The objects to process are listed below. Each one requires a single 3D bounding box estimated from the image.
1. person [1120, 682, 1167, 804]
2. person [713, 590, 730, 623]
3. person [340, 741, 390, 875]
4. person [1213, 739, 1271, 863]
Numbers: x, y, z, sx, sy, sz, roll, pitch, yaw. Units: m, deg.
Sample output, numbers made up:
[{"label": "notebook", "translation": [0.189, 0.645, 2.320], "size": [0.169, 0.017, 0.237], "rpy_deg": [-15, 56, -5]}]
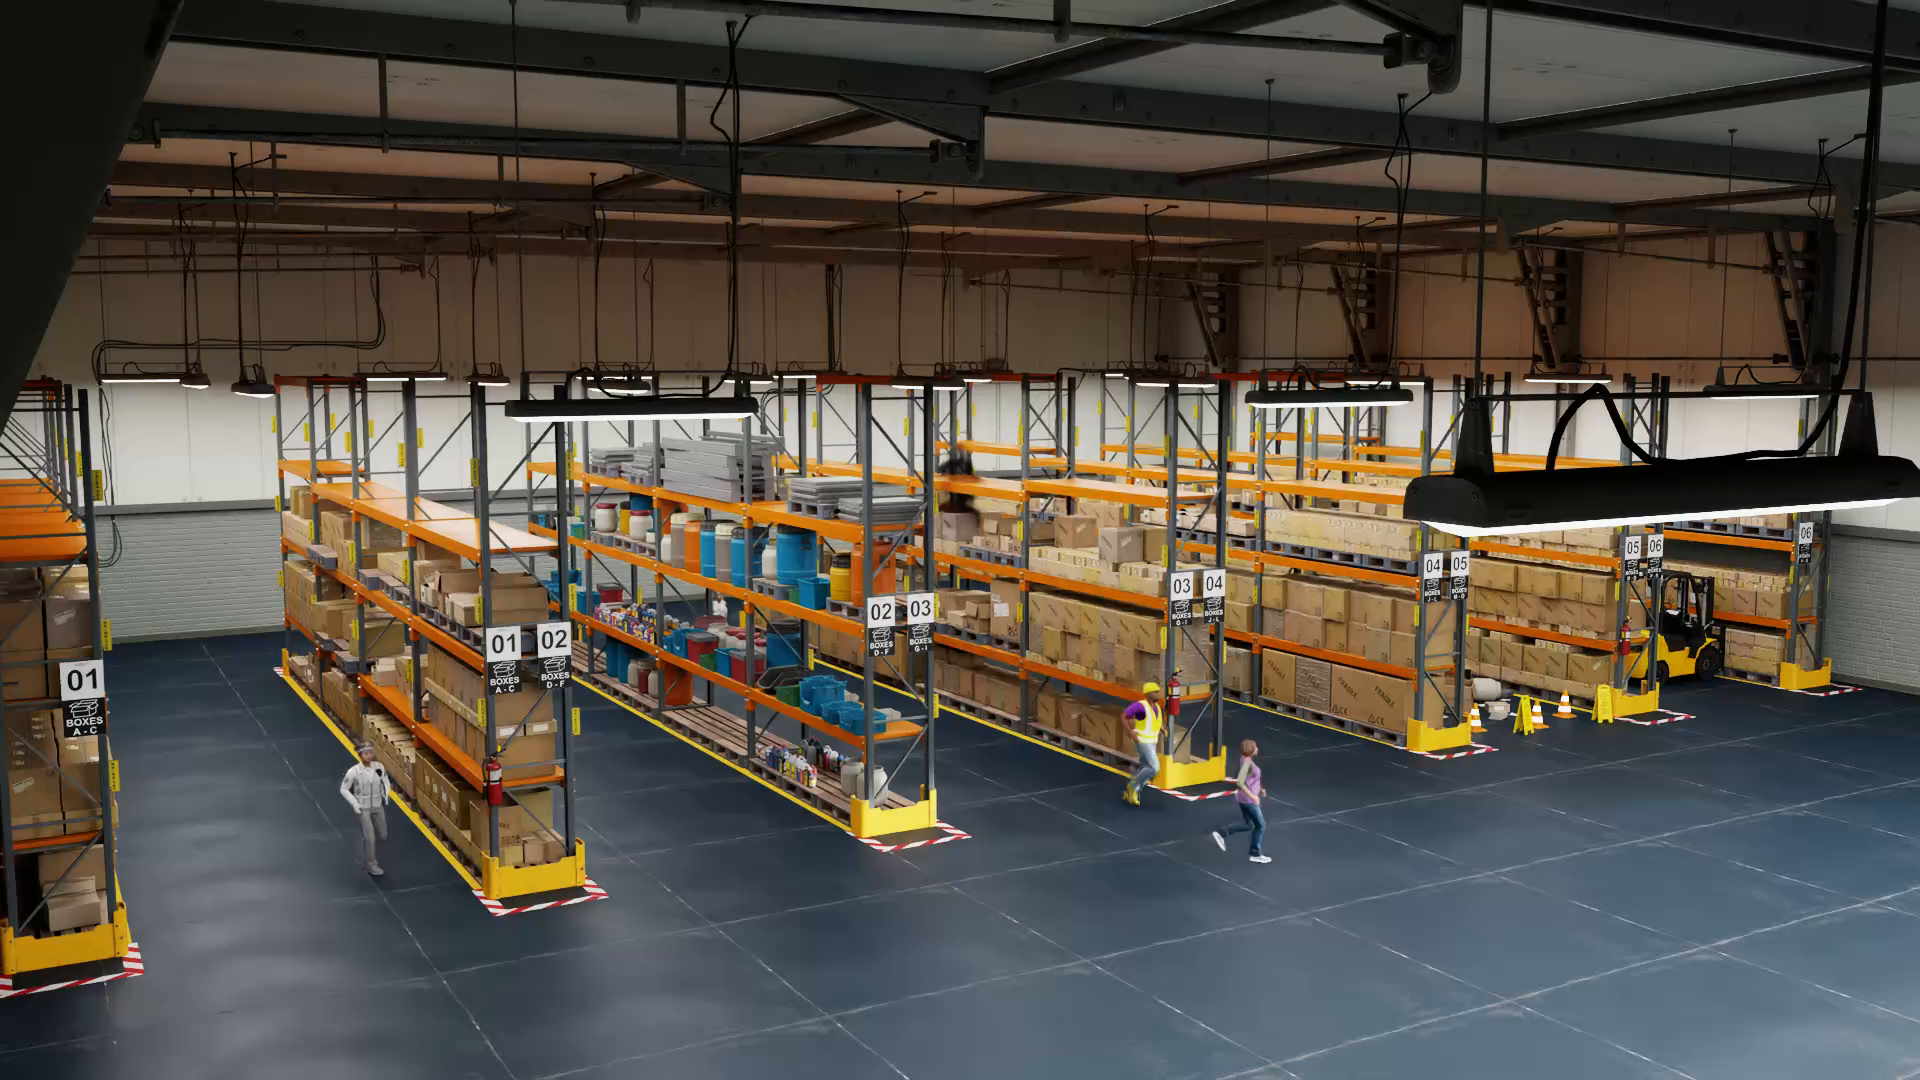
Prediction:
[{"label": "person", "translation": [2.663, 2.889, 23.701], "size": [0.612, 1.732, 0.695], "rpy_deg": [4, 8, 34]}, {"label": "person", "translation": [-4.904, 1.814, 33.669], "size": [0.557, 1.731, 0.816], "rpy_deg": [-5, 8, -39]}, {"label": "person", "translation": [-7.295, 3.273, 20.458], "size": [0.606, 1.653, 0.599], "rpy_deg": [-5, 8, -41]}, {"label": "person", "translation": [3.554, 3.272, 20.878], "size": [0.738, 1.567, 0.569], "rpy_deg": [1, 6, 6]}]
